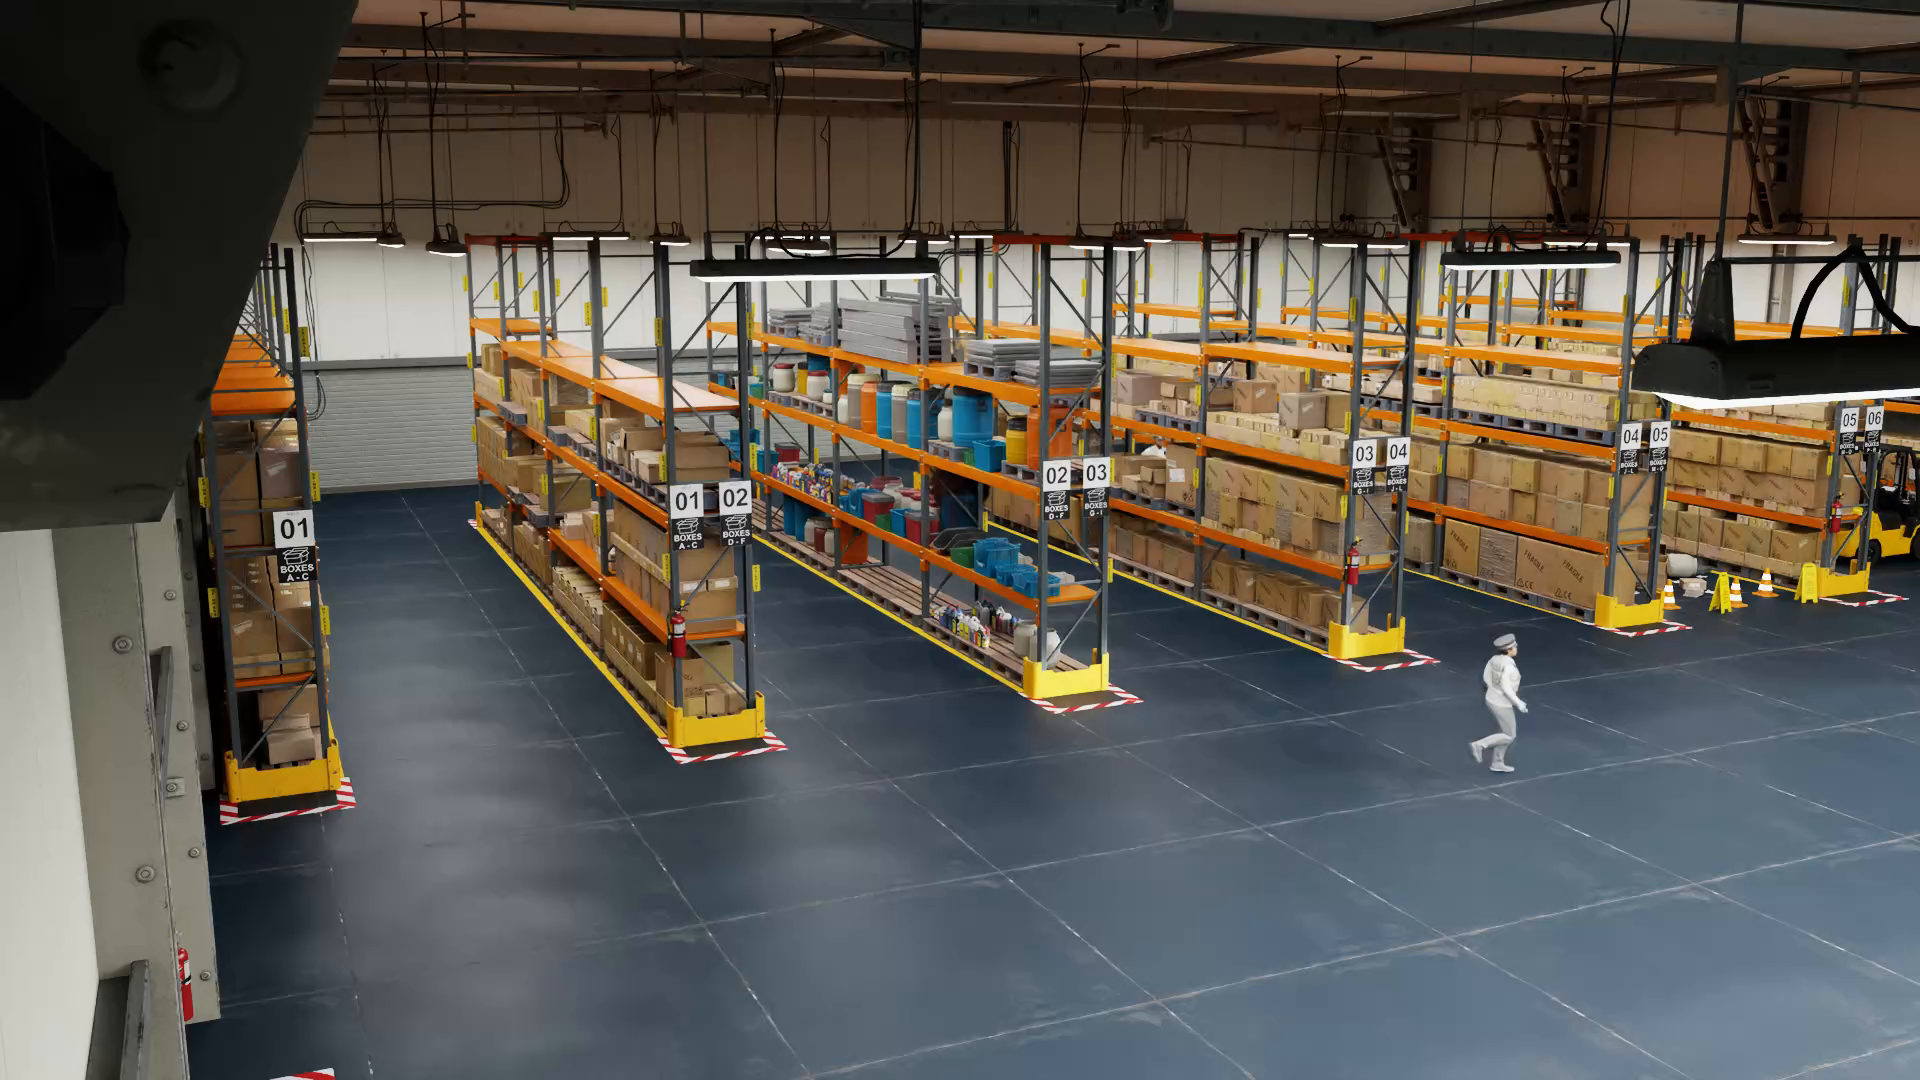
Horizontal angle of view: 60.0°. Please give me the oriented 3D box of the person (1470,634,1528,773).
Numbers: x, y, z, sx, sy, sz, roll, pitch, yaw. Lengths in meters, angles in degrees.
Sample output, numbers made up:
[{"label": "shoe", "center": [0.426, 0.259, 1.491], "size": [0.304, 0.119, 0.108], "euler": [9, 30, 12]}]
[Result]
[{"label": "person", "center": [6.149, 1.884, 19.140], "size": [0.593, 1.648, 0.603], "euler": [-1, 11, -6]}]

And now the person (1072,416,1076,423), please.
[{"label": "person", "center": [2.567, -2.391, 41.200], "size": [0.561, 1.628, 0.698], "euler": [-7, 13, -34]}]

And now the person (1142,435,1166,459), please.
[{"label": "person", "center": [4.289, -1.408, 35.770], "size": [0.645, 1.774, 0.675], "euler": [-5, 12, -23]}]

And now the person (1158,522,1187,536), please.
[{"label": "person", "center": [4.277, -0.785, 32.811], "size": [0.662, 1.707, 0.775], "euler": [-8, 14, -37]}]
